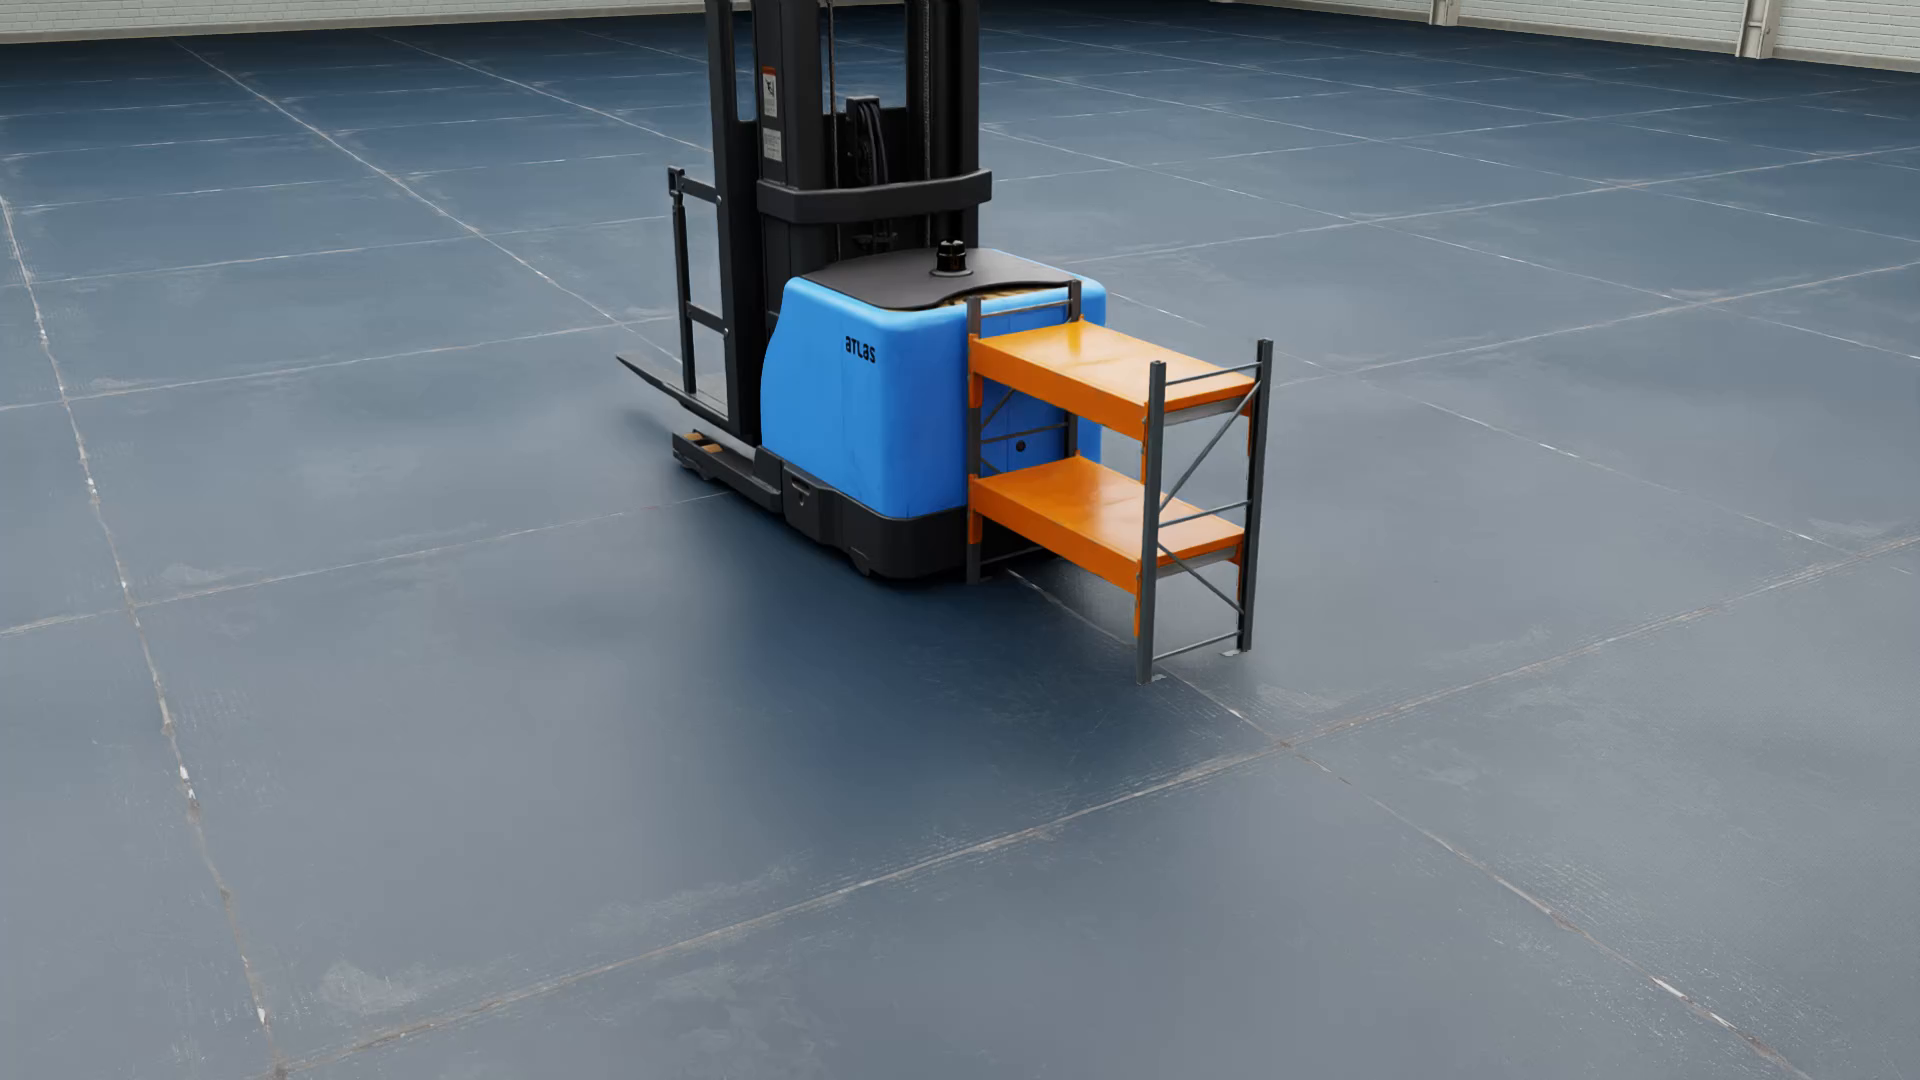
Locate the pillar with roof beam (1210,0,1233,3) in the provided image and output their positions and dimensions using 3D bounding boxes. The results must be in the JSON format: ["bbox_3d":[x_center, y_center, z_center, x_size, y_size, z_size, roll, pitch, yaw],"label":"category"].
[{"bbox_3d":[1.560,-14.154,29.683,9.100,9.000,0.400,-13,25,-28],"label":"pillar with roof beam"}]

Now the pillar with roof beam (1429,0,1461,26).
[{"bbox_3d":[4.625,-12.212,24.905,9.100,9.000,0.400,-13,25,-28],"label":"pillar with roof beam"}]

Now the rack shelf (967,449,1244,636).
[{"bbox_3d":[0.525,-0.016,6.007,0.538,0.278,1.000,-14,26,-31],"label":"rack shelf"}]

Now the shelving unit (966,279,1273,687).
[{"bbox_3d":[0.525,-0.243,5.915,0.538,1.125,1.048,-14,26,-31],"label":"shelving unit"}]

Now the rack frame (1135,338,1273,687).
[{"bbox_3d":[0.809,-0.084,5.524,0.500,1.125,0.032,-14,26,-31],"label":"rack frame"}]

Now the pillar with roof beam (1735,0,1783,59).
[{"bbox_3d":[7.689,-10.269,20.126,9.100,9.000,0.400,-13,25,-28],"label":"pillar with roof beam"}]

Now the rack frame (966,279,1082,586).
[{"bbox_3d":[0.240,-0.401,6.305,0.500,1.125,0.032,-14,26,-31],"label":"rack frame"}]

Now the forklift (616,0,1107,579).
[{"bbox_3d":[-0.657,-1.712,7.131,1.130,2.935,3.031,-14,26,-31],"label":"forklift"}]

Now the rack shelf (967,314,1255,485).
[{"bbox_3d":[0.525,-0.514,5.804,0.538,0.278,1.000,-14,26,-31],"label":"rack shelf"}]
